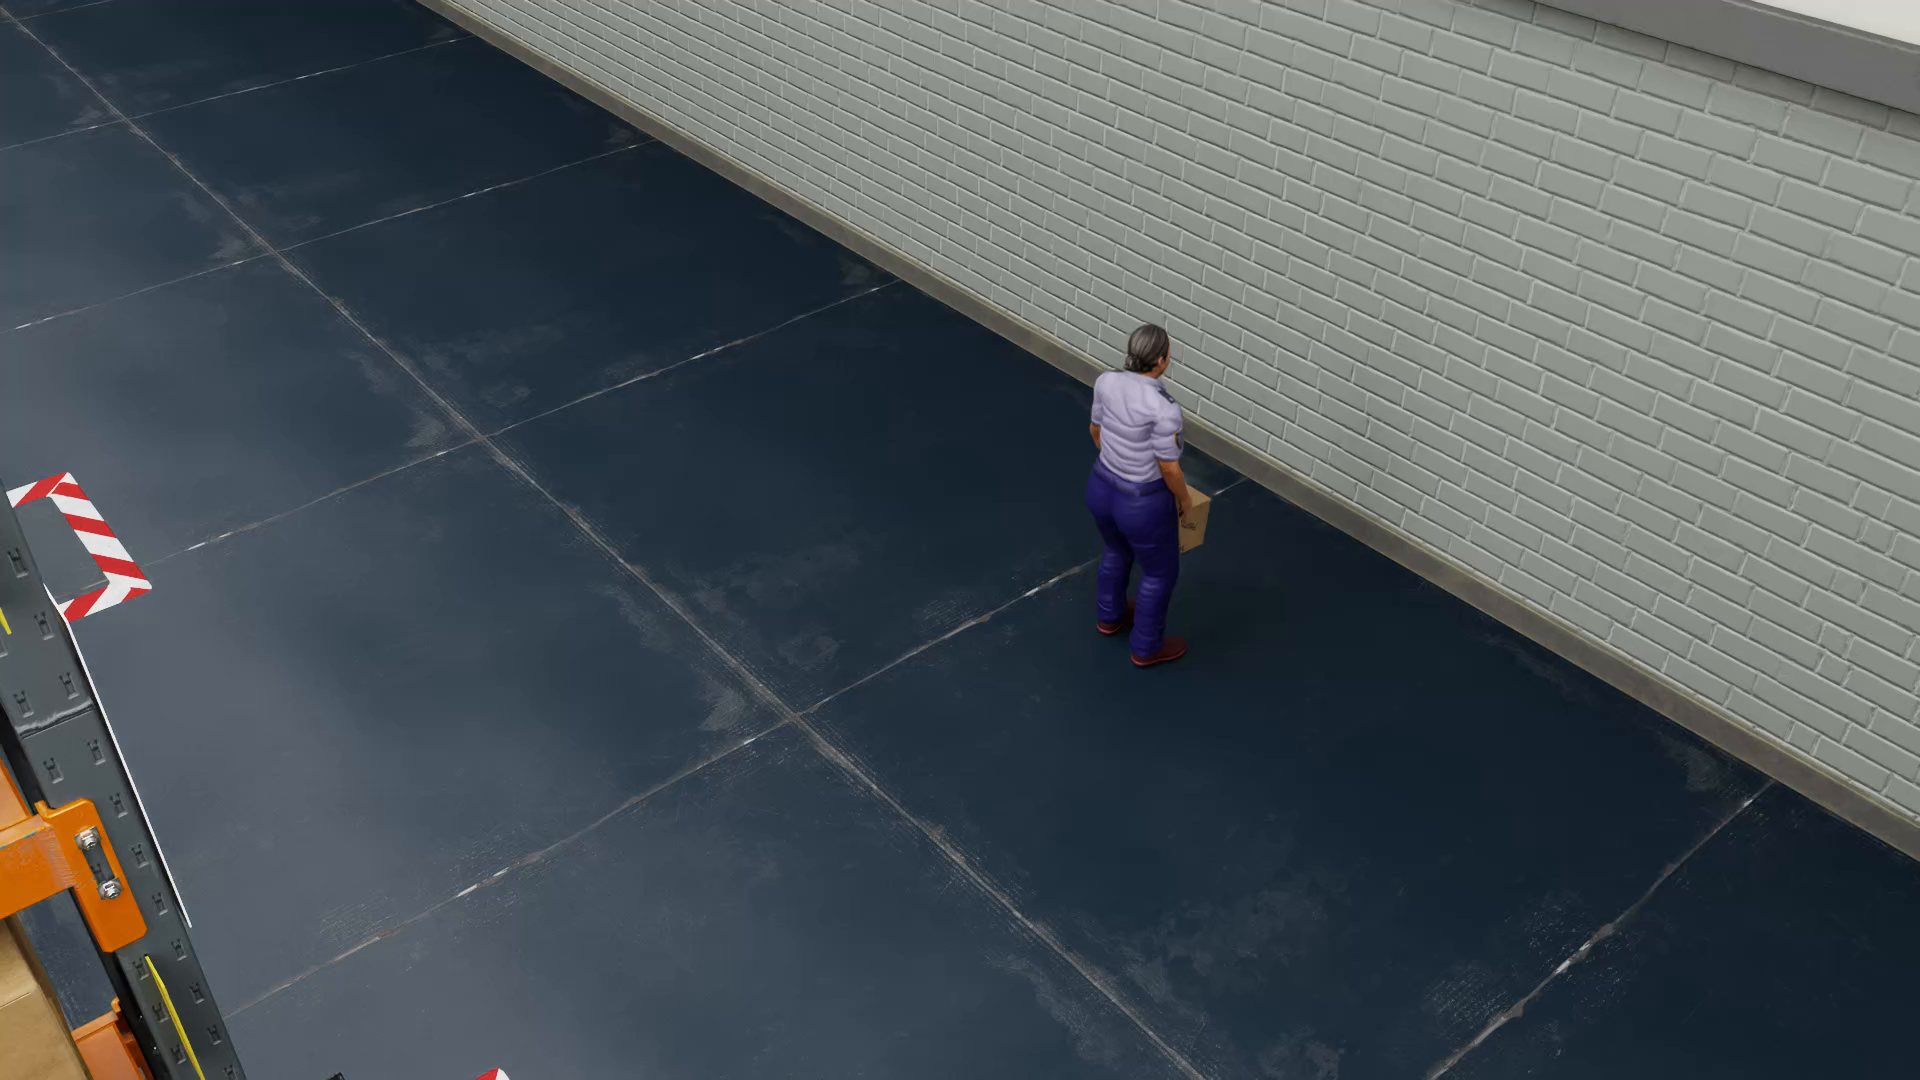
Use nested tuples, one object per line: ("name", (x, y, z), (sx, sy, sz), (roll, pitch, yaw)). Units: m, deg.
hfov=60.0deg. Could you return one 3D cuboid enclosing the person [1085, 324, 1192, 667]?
("person", (0.800, -0.207, 7.363), (0.421, 1.656, 0.522), (-28, 44, -32))
